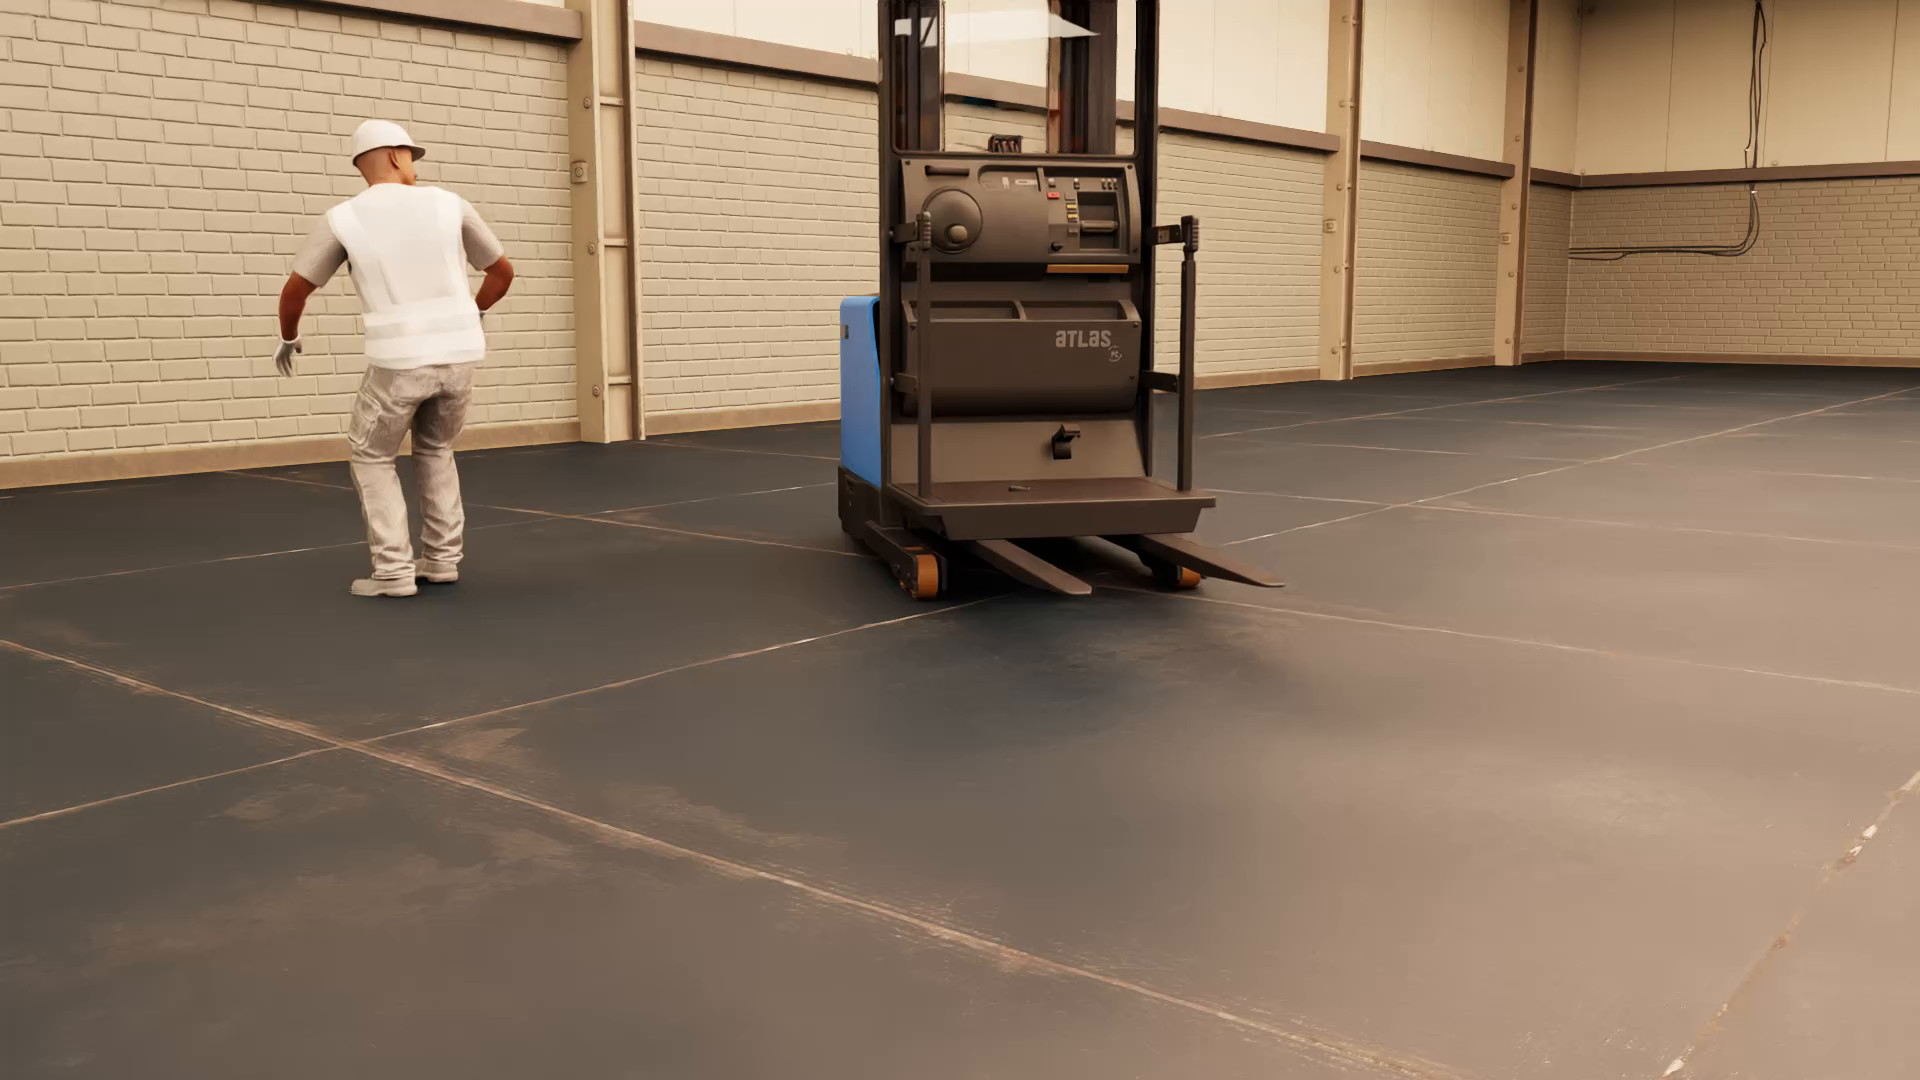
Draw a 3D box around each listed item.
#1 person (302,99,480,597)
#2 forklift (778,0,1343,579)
[{"bbox_3d":[-2.062,-0.696,6.052,0.640,1.772,0.446,-5,10,-33],"label":"person"},{"bbox_3d":[0.294,-1.373,6.664,1.130,2.935,3.031,-5,9,-28],"label":"forklift"}]
